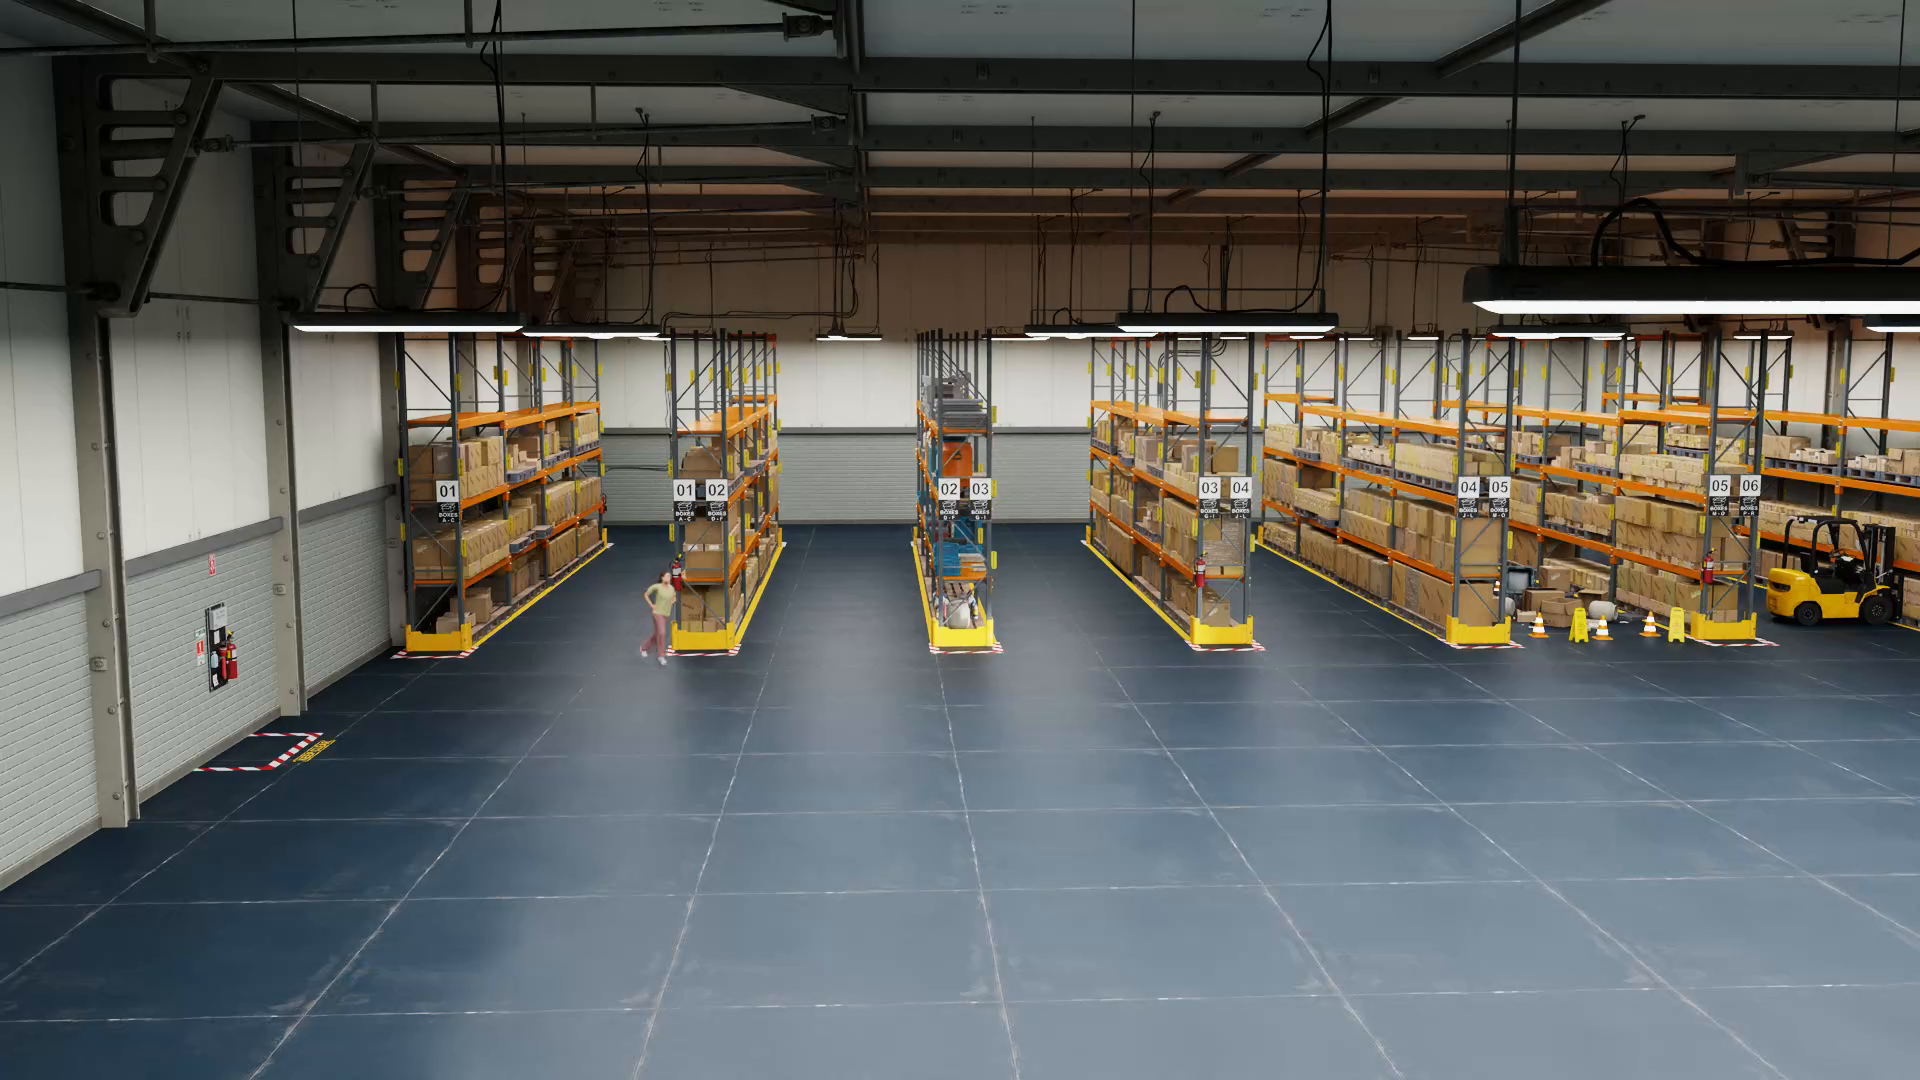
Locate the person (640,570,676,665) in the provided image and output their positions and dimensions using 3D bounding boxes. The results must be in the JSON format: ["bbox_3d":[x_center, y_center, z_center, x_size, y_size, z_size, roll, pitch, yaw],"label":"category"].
[{"bbox_3d":[-5.407,1.368,30.156,0.889,1.673,0.625,6,9,40],"label":"person"}]

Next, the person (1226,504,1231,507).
[{"bbox_3d":[7.411,-0.583,46.898,0.661,1.579,0.511,3,7,22],"label":"person"}]
